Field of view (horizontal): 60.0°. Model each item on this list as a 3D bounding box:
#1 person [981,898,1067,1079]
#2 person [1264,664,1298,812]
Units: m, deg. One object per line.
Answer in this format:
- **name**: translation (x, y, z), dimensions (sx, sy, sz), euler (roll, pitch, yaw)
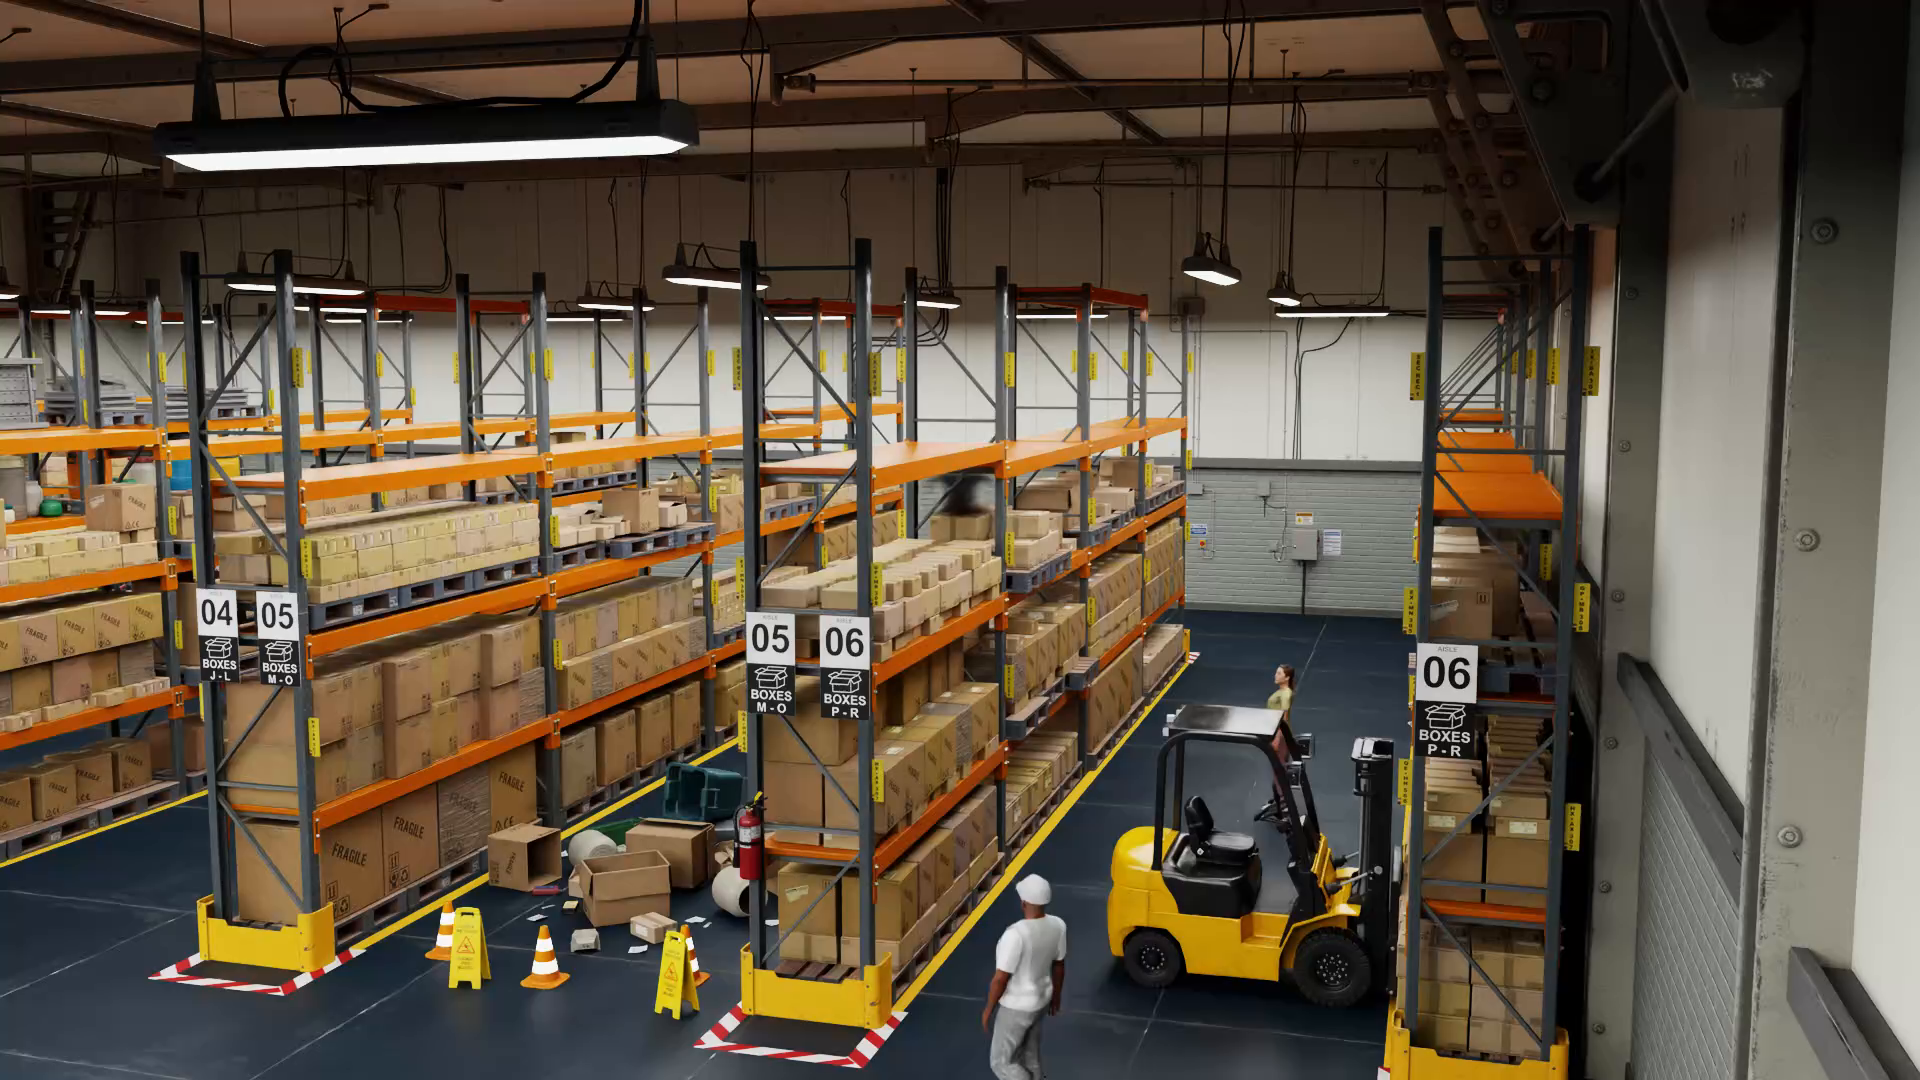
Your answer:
- **person**: translation (0.443, 3.079, 10.991), dimensions (0.476, 1.733, 0.643), euler (3, 7, 26)
- **person**: translation (3.628, 2.238, 18.820), dimensions (0.343, 1.664, 0.521), euler (2, 7, 21)
